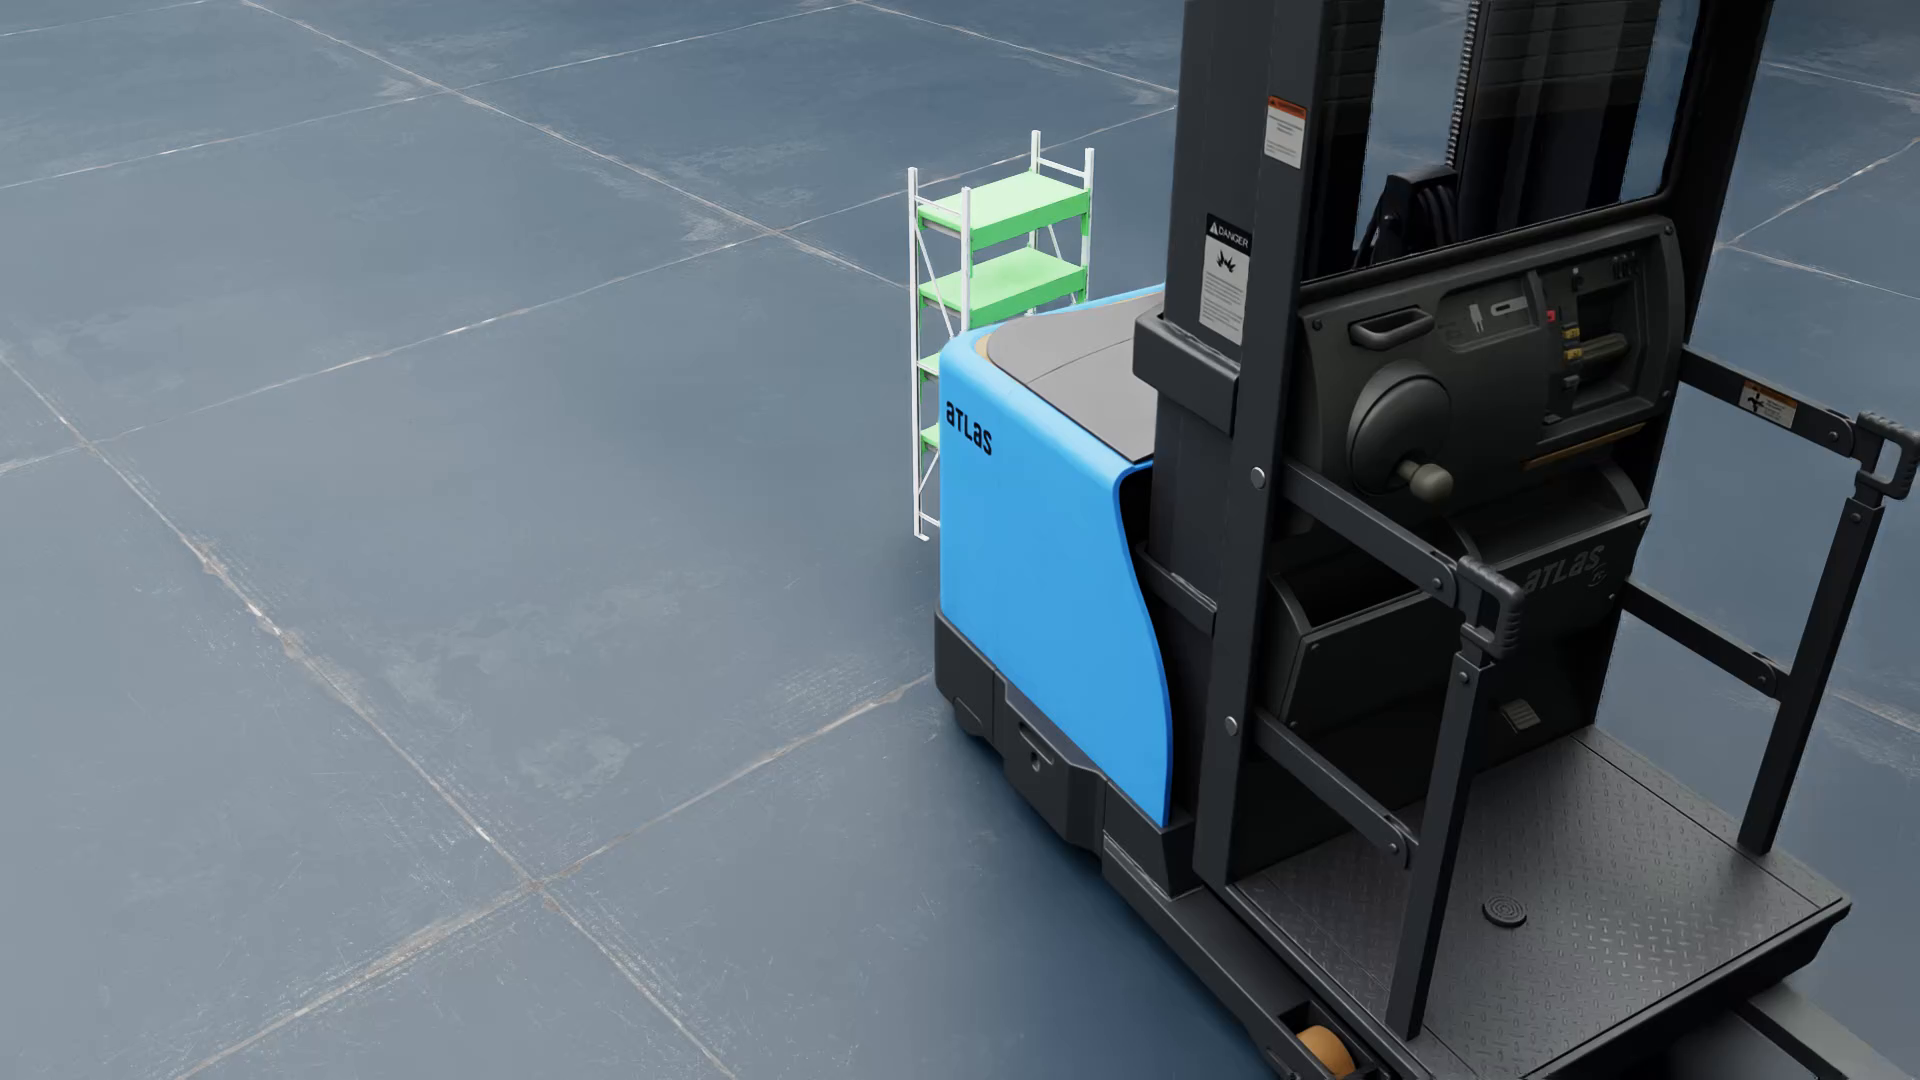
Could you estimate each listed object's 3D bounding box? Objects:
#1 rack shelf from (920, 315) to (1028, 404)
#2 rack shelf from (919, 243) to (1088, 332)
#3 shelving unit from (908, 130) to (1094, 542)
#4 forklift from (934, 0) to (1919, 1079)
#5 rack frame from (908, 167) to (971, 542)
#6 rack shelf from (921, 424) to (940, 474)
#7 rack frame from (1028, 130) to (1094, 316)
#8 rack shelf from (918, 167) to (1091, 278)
[{"bbox_3d":[0.121,-0.516,5.066,0.480,0.148,0.258,-26,40,-35],"label":"rack shelf"},{"bbox_3d":[0.121,-0.721,4.941,0.480,0.148,0.258,-26,40,-35],"label":"rack shelf"},{"bbox_3d":[0.121,-0.571,5.033,0.503,1.200,0.258,-26,40,-35],"label":"shelving unit"},{"bbox_3d":[1.110,-0.287,2.909,1.130,2.935,3.031,-17,35,-25],"label":"forklift"},{"bbox_3d":[-0.058,-0.484,4.891,0.015,1.200,0.240,-26,40,-35],"label":"rack frame"},{"bbox_3d":[0.121,-0.311,5.192,0.480,0.148,0.258,-26,40,-35],"label":"rack shelf"},{"bbox_3d":[0.300,-0.657,5.175,0.015,1.200,0.240,-26,40,-35],"label":"rack frame"},{"bbox_3d":[0.121,-0.926,4.816,0.480,0.148,0.258,-26,40,-35],"label":"rack shelf"}]
